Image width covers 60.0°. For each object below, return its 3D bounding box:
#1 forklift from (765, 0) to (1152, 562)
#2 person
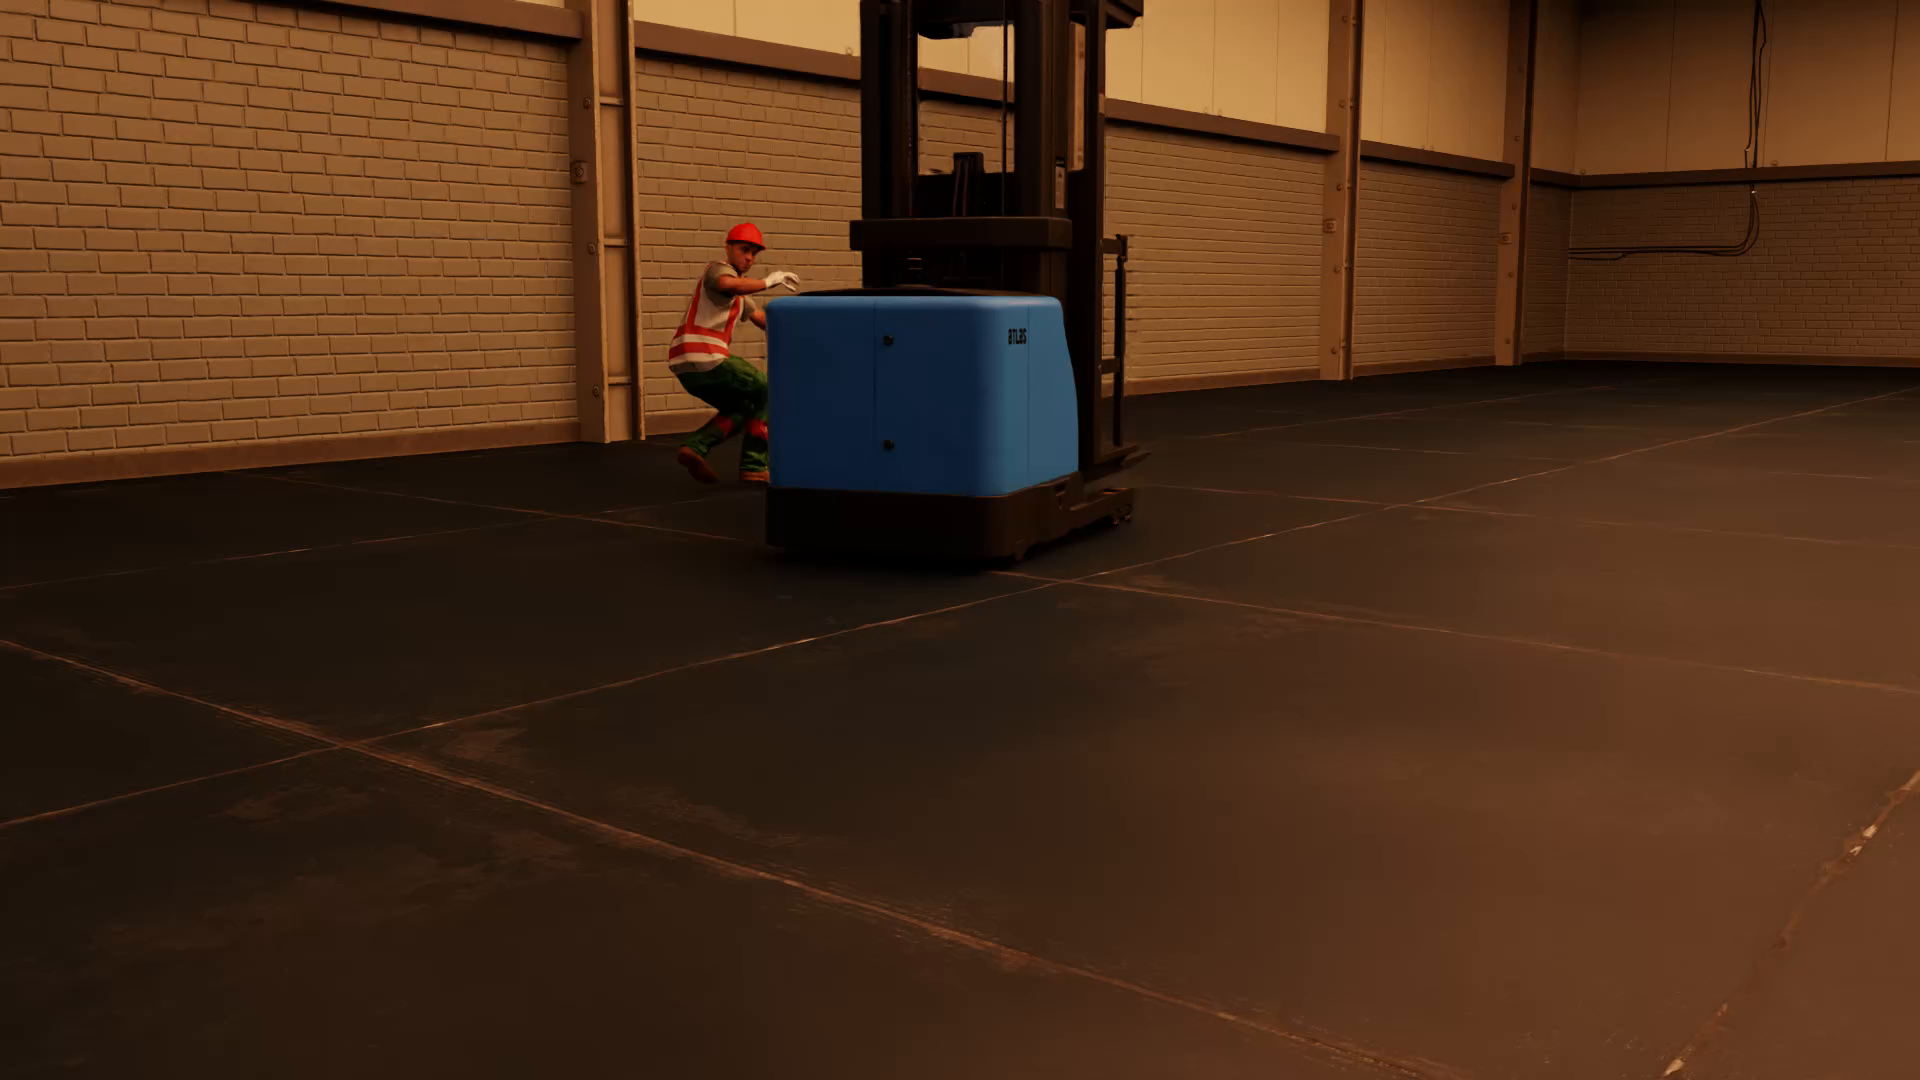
[{"bbox_3d":[0.207,-1.536,7.779,1.130,2.935,3.031,3,9,21],"label":"forklift"},{"bbox_3d":[-1.134,-1.053,9.461,1.011,1.478,0.782,-5,10,-30],"label":"person"}]
